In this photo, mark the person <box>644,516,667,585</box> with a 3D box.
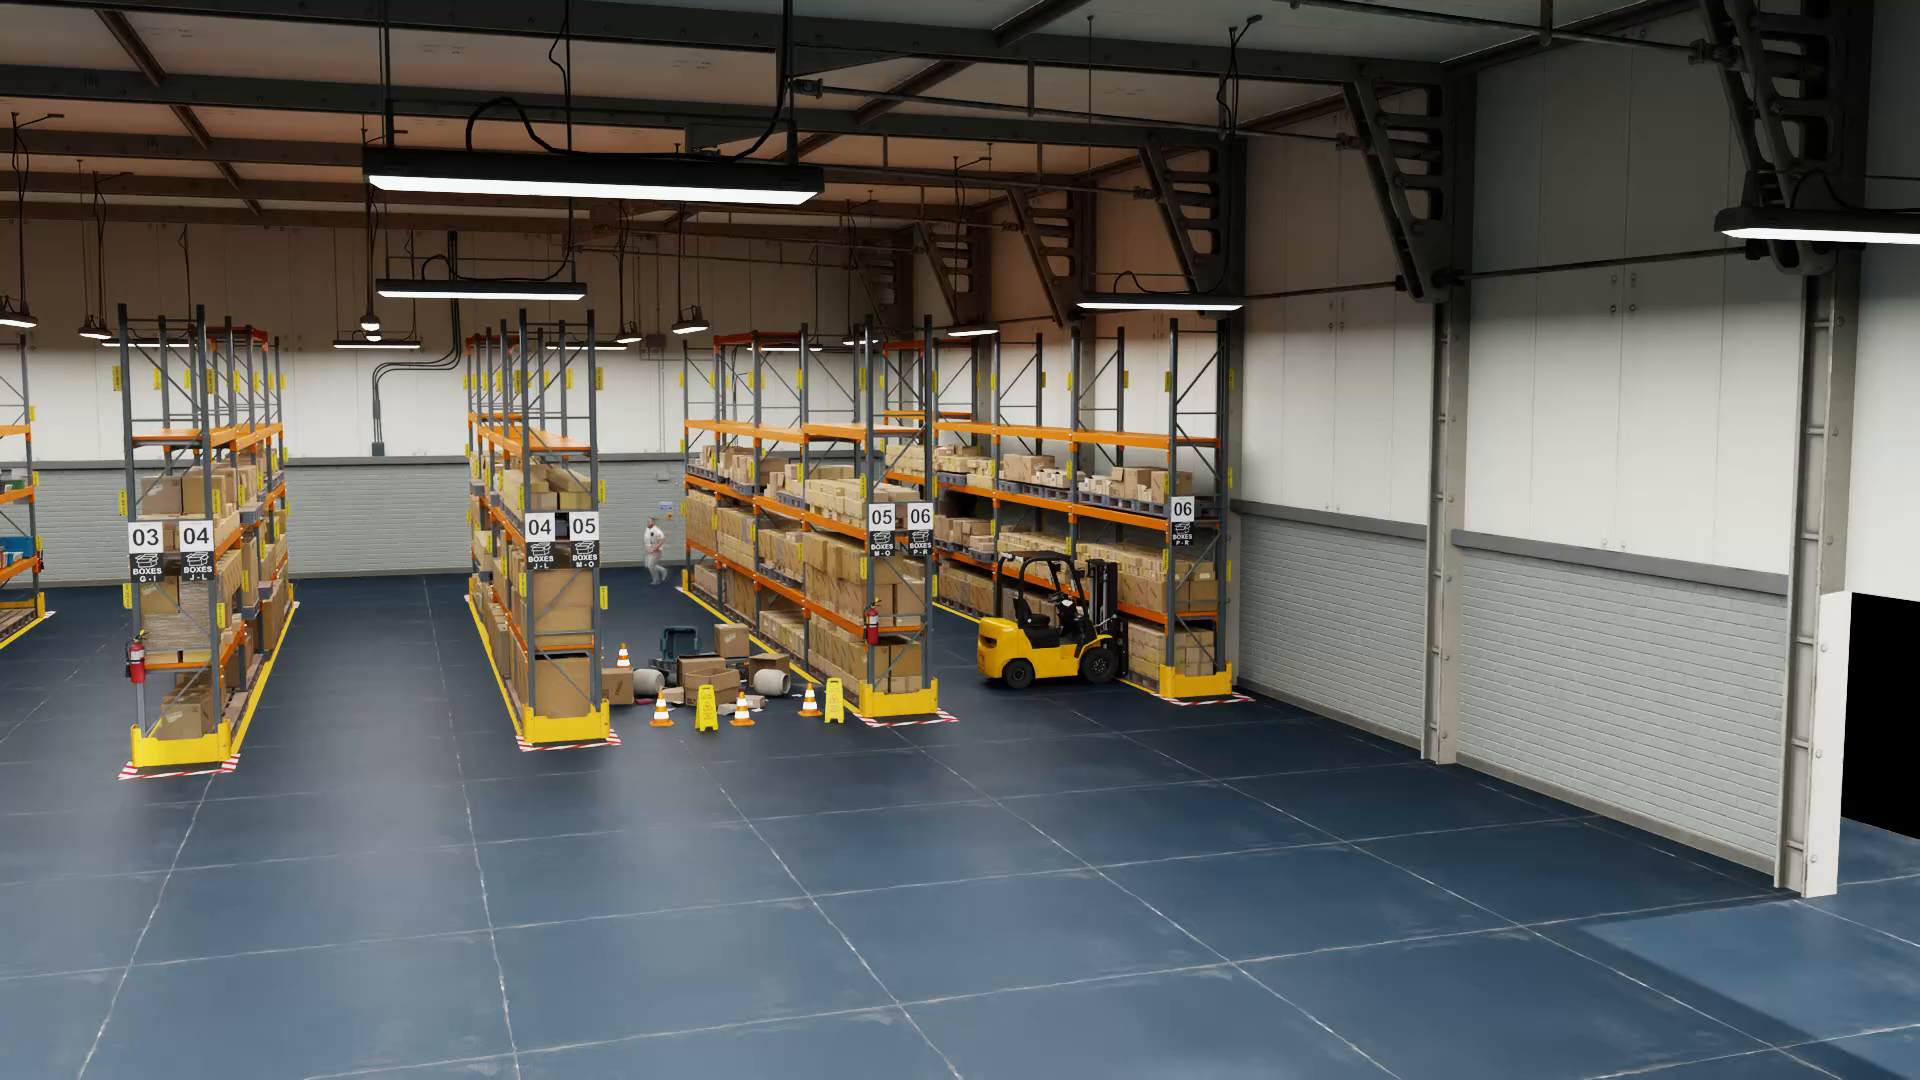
[{"bbox_3d":[-7.515,0.250,41.208,0.571,1.717,0.658,-4,7,-37],"label":"person"}]
